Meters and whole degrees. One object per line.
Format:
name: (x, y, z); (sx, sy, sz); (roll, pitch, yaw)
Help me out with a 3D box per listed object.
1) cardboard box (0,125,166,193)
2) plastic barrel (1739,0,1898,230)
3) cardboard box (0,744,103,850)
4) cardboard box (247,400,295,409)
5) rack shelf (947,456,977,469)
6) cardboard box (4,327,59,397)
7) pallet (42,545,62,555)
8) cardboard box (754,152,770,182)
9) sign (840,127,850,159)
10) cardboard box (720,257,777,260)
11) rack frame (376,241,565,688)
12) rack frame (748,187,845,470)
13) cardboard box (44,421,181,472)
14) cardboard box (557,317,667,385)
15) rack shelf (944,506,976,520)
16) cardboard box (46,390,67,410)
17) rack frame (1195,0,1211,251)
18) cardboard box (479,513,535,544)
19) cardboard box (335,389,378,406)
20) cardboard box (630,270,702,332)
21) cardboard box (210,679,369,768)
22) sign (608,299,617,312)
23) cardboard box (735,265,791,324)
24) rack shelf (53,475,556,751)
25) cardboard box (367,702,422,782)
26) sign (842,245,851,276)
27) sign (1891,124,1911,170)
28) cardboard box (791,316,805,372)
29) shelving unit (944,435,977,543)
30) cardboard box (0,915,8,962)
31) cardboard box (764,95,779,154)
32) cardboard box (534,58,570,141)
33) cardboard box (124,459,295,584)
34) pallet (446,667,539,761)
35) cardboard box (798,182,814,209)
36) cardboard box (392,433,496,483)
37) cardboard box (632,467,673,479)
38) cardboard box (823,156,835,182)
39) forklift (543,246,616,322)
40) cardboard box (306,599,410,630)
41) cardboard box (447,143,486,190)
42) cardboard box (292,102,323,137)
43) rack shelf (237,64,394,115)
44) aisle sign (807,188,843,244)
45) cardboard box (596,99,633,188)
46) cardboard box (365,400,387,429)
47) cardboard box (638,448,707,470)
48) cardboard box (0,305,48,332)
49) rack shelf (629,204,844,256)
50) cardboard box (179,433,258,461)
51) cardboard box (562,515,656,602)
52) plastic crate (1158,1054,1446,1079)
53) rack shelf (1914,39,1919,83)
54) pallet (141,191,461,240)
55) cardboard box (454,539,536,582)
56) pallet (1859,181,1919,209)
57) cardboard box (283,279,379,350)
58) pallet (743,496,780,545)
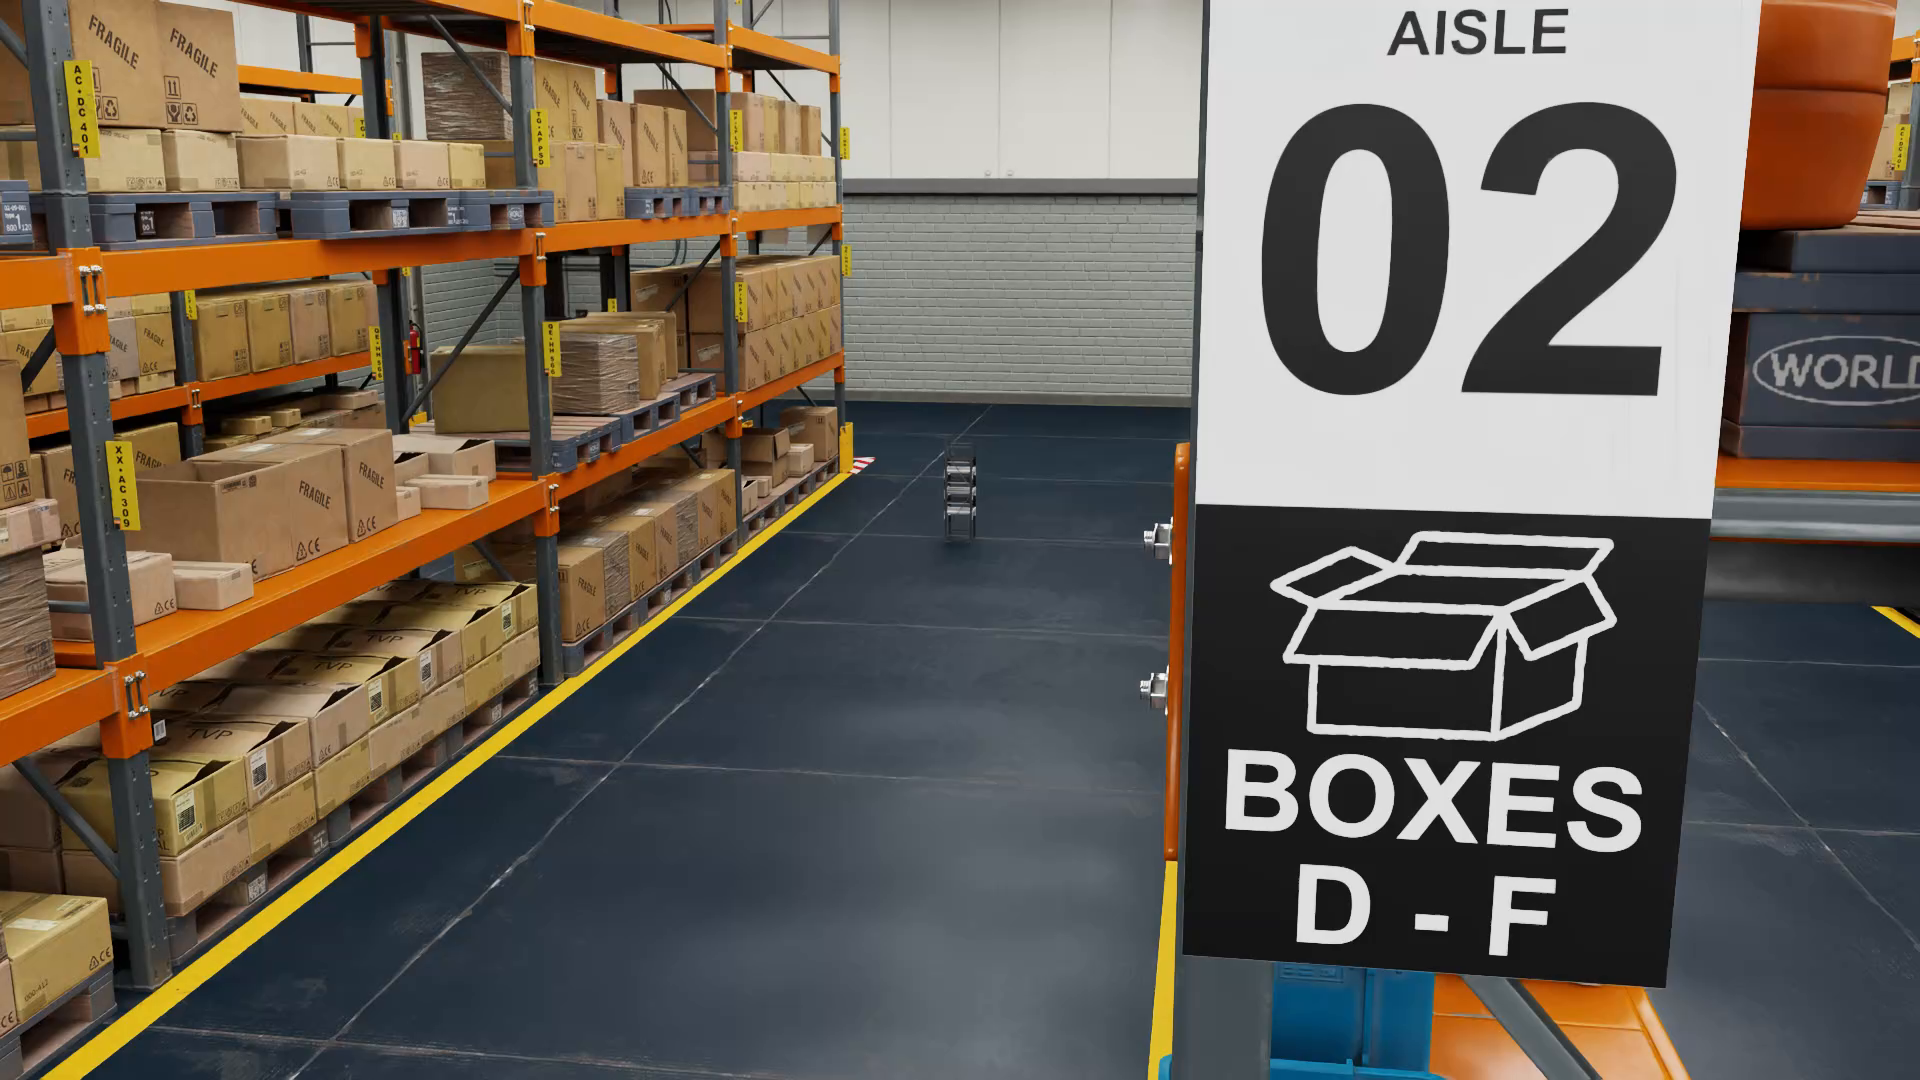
cardboard box: (-3.485, -1.478, 6.472); (0.500, 0.250, 0.500); (3, 13, 15)
plastic barrel: (0.638, -0.745, 1.694); (0.600, 0.830, 0.708); (2, 12, 9)
cardboard box: (-3.811, 1.019, 6.844); (0.500, 0.311, 0.500); (2, 12, 9)
cardboard box: (-7.020, -1.330, 16.941); (0.380, 0.149, 0.250); (2, 12, 9)
rack shelf: (0.001, -0.673, 14.357); (0.258, 0.077, 0.200); (2, 12, 9)
cardboard box: (-7.303, -1.362, 12.702); (0.500, 0.500, 0.500); (2, 12, 10)
pallet: (-7.484, 0.204, 13.047); (1.003, 0.211, 1.213); (2, 12, 9)
cardboard box: (-1.964, -3.252, 14.513); (0.500, 0.250, 0.500); (2, 12, 9)
sign: (-1.199, -4.127, 17.302); (0.100, 0.325, 0.005); (2, 12, 9)
cardboard box: (-2.146, -2.595, 16.803); (0.500, 0.500, 0.500); (2, 12, 9)
rack frame: (-2.974, -0.585, 10.087); (1.000, 3.000, 0.127); (2, 12, 9)
rack frame: (-1.744, -2.250, 17.814); (1.000, 3.000, 0.127); (2, 12, 9)
cardboard box: (-7.226, -0.592, 14.226); (0.750, 0.750, 0.750); (2, 12, 9)
cardboard box: (-2.696, -1.435, 12.798); (0.700, 0.500, 0.500); (4, 13, 18)
rack shelf: (0.001, -0.233, 14.451); (0.258, 0.077, 0.200); (2, 12, 9)
cardboard box: (-7.266, -1.122, 13.126); (0.380, 0.149, 0.250); (2, 12, 7)
rack frame: (0.689, -1.691, 0.979); (1.000, 3.000, 0.127); (2, 12, 9)
cardboard box: (-3.058, -0.159, 11.218); (0.500, 0.250, 0.500); (2, 12, 11)
cardboard box: (-6.488, -1.529, 17.863); (0.380, 0.149, 0.250); (2, 12, 8)
cardboard box: (-2.537, -2.069, 14.362); (0.500, 0.500, 0.500); (2, 12, 9)
cardboard box: (-3.119, 0.823, 7.754); (0.500, 0.311, 0.500); (1, 12, 7)
sign: (-2.897, -1.857, 13.933); (0.100, 0.325, 0.005); (2, 12, 9)
cardboard box: (-1.850, -2.258, 15.242); (0.500, 0.500, 0.500); (2, 12, 7)
rack shelf: (-3.282, 0.183, 8.231); (1.077, 0.370, 4.000); (2, 12, 9)
cardboard box: (-3.047, 0.991, 8.306); (0.500, 0.250, 0.500); (2, 12, 10)
sign: (-1.199, -2.948, 17.556); (0.100, 0.325, 0.005); (2, 12, 9)
sign: (6.880, -2.871, 12.160); (0.100, 0.325, 0.005); (2, 12, 9)
cardboard box: (-1.780, -1.880, 15.861); (0.500, 0.500, 0.500); (2, 12, 8)
shelving unit: (0.001, -0.442, 14.406); (0.258, 0.900, 0.210); (2, 12, 9)
cardboard box: (-3.533, 1.228, 5.427); (0.500, 0.500, 0.500); (2, 12, 9)
cardboard box: (-2.034, -3.728, 14.939); (0.700, 0.500, 0.500); (2, 12, 9)
cardboard box: (-2.823, -2.786, 10.568); (0.500, 0.500, 0.500); (2, 12, 9)
cardboard box: (-3.374, -0.070, 7.461); (0.500, 0.500, 0.500); (3, 12, 13)
pallet: (-3.140, 0.949, 9.591); (1.003, 0.211, 1.213); (2, 12, 9)
cardboard box: (-1.714, -3.319, 16.012); (0.500, 0.250, 0.500); (2, 12, 9)
cardboard box: (-3.074, -0.467, 9.751); (0.500, 0.311, 0.500); (3, 12, 12)
cardboard box: (-2.674, -0.318, 13.737); (0.500, 0.500, 0.500); (1, 12, 6)
cardboard box: (-1.571, -3.772, 16.927); (0.500, 0.250, 0.500); (2, 12, 9)
forklift: (-4.204, -2.180, 17.651); (1.130, 2.935, 3.031); (3, 12, 12)
cardboard box: (-3.418, 0.489, 9.303); (0.500, 0.311, 0.500); (2, 12, 7)
cardboard box: (-2.989, -2.087, 9.295); (0.500, 0.250, 0.500); (1, 12, 4)
cardboard box: (-6.642, -4.050, 16.386); (0.500, 0.500, 0.500); (1, 12, 6)
rack shelf: (-6.947, -4.379, 16.109); (1.077, 0.370, 4.000); (2, 12, 9)
aisle sign: (-1.431, -3.525, 17.560); (0.394, 0.787, 0.004); (2, 12, 9)
cardboard box: (-2.712, -2.807, 11.805); (0.600, 0.600, 0.600); (1, 12, 6)
cardboard box: (-6.648, -1.244, 18.083); (0.700, 0.500, 0.500); (2, 12, 9)
cardboard box: (-2.552, -0.538, 14.760); (0.500, 0.500, 0.500); (2, 12, 9)
cardboard box: (-7.318, -1.724, 12.601); (0.500, 0.250, 0.500); (2, 12, 7)
rack shelf: (-2.052, -2.948, 15.642); (1.077, 0.370, 4.000); (2, 12, 9)
cardboard box: (-7.038, -0.713, 15.617); (0.700, 0.500, 0.500); (2, 12, 9)
cardboard box: (-2.465, 0.123, 11.691); (0.500, 0.500, 0.500); (2, 12, 8)
plastic crate: (0.576, 1.066, 2.781); (0.499, 0.251, 0.408); (2, 12, 9)
rack shelf: (7.121, -3.065, 10.011); (1.077, 0.370, 4.000); (2, 12, 9)
pallet: (-3.160, -1.582, 8.041); (1.003, 0.211, 1.213); (2, 12, 11)
cardboard box: (-3.063, 0.220, 11.242); (0.500, 0.500, 0.500); (2, 12, 11)
pallet: (7.565, -2.689, 12.939); (1.003, 0.211, 1.213); (2, 12, 9)
cardboard box: (-6.708, -2.450, 18.029); (0.980, 0.700, 0.700); (2, 12, 11)
pallet: (-2.253, -0.197, 14.907); (1.003, 0.211, 1.213); (2, 12, 9)
